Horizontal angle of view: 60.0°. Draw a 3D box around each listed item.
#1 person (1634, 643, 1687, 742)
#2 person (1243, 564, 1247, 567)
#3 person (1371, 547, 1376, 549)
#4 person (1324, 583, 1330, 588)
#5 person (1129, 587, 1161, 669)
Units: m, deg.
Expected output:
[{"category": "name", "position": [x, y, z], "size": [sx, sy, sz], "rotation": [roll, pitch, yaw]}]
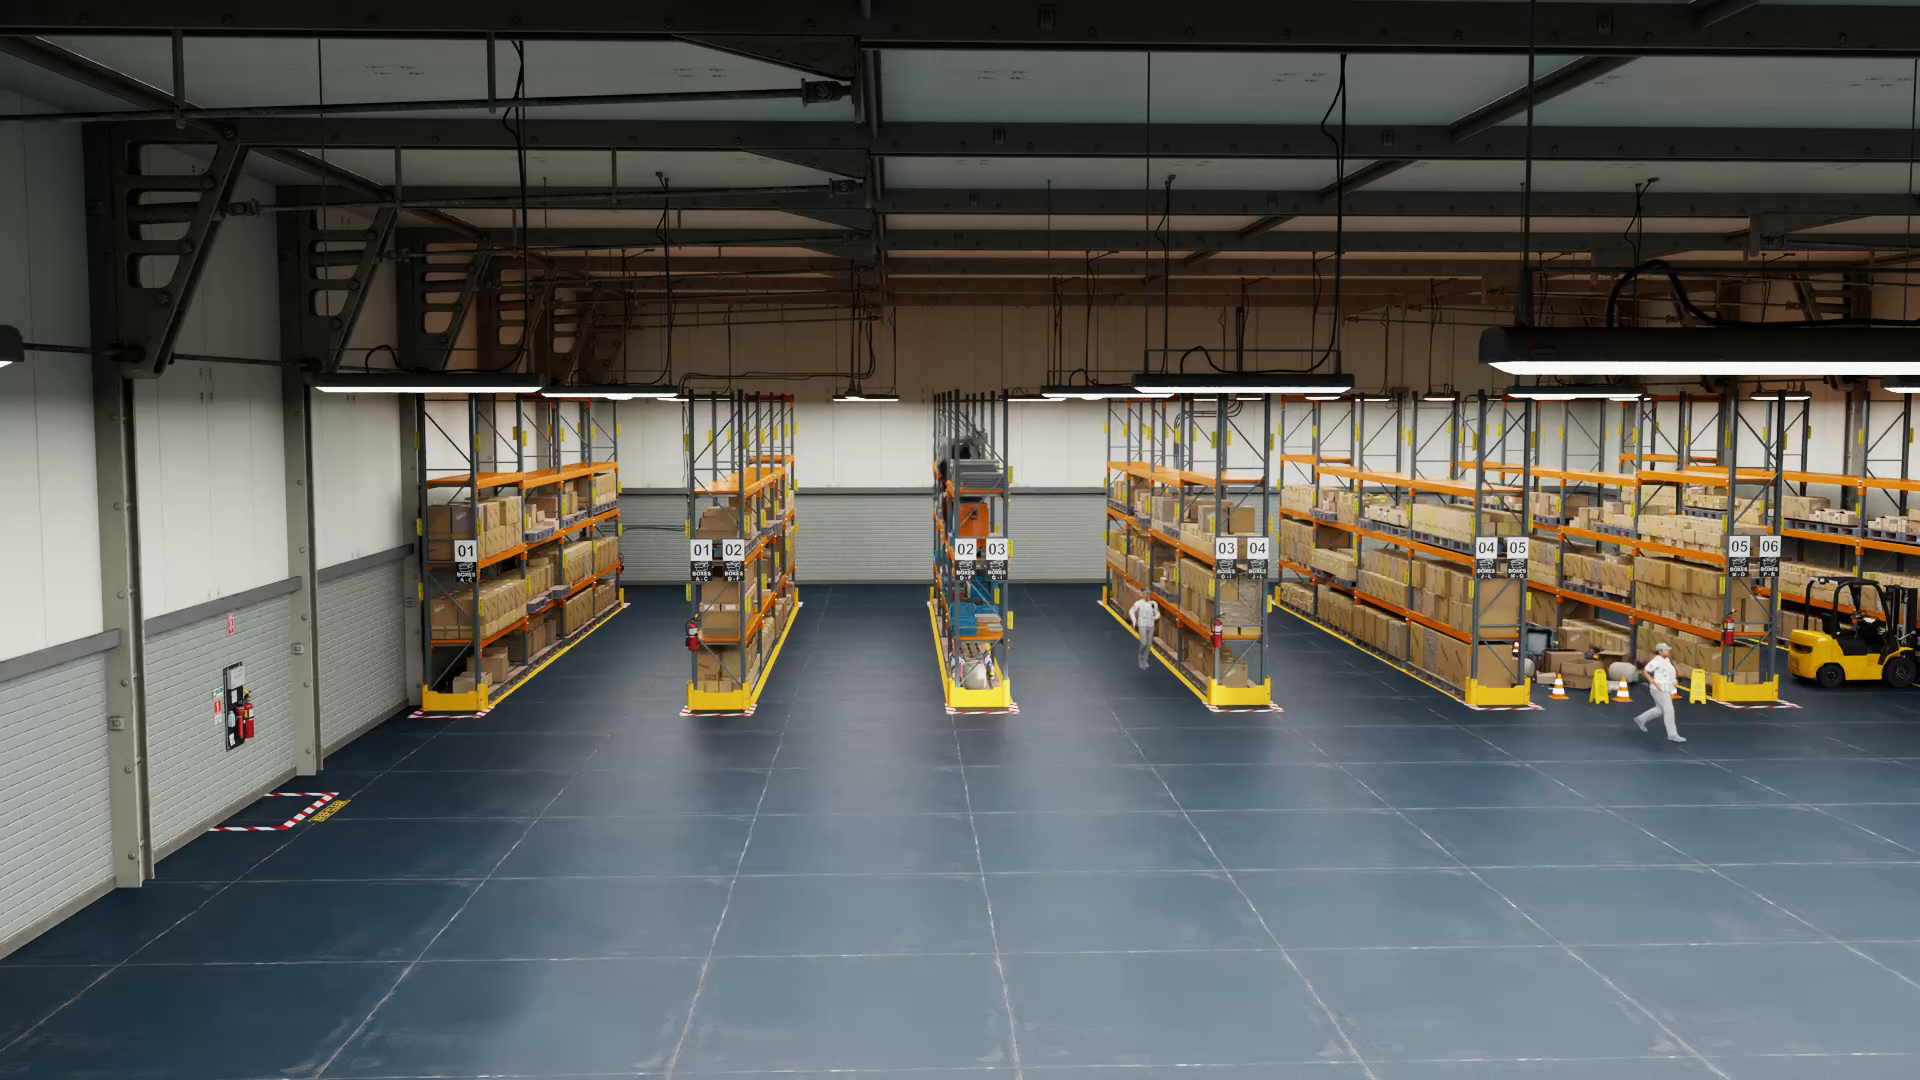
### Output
[{"category": "person", "position": [11.973, 2.570, 28.384], "size": [0.910, 1.644, 0.613], "rotation": [4, 6, 41]}, {"category": "person", "position": [7.954, 1.017, 47.964], "size": [0.664, 1.638, 0.829], "rotation": [2, 5, 21]}, {"category": "person", "position": [11.442, 1.082, 46.116], "size": [0.675, 1.790, 0.762], "rotation": [-1, 5, -15]}, {"category": "person", "position": [10.804, 0.887, 48.632], "size": [0.727, 1.732, 0.880], "rotation": [-2, 5, -25]}, {"category": "person", "position": [3.834, 1.811, 34.211], "size": [0.593, 1.697, 0.620], "rotation": [-1, 5, -8]}]
